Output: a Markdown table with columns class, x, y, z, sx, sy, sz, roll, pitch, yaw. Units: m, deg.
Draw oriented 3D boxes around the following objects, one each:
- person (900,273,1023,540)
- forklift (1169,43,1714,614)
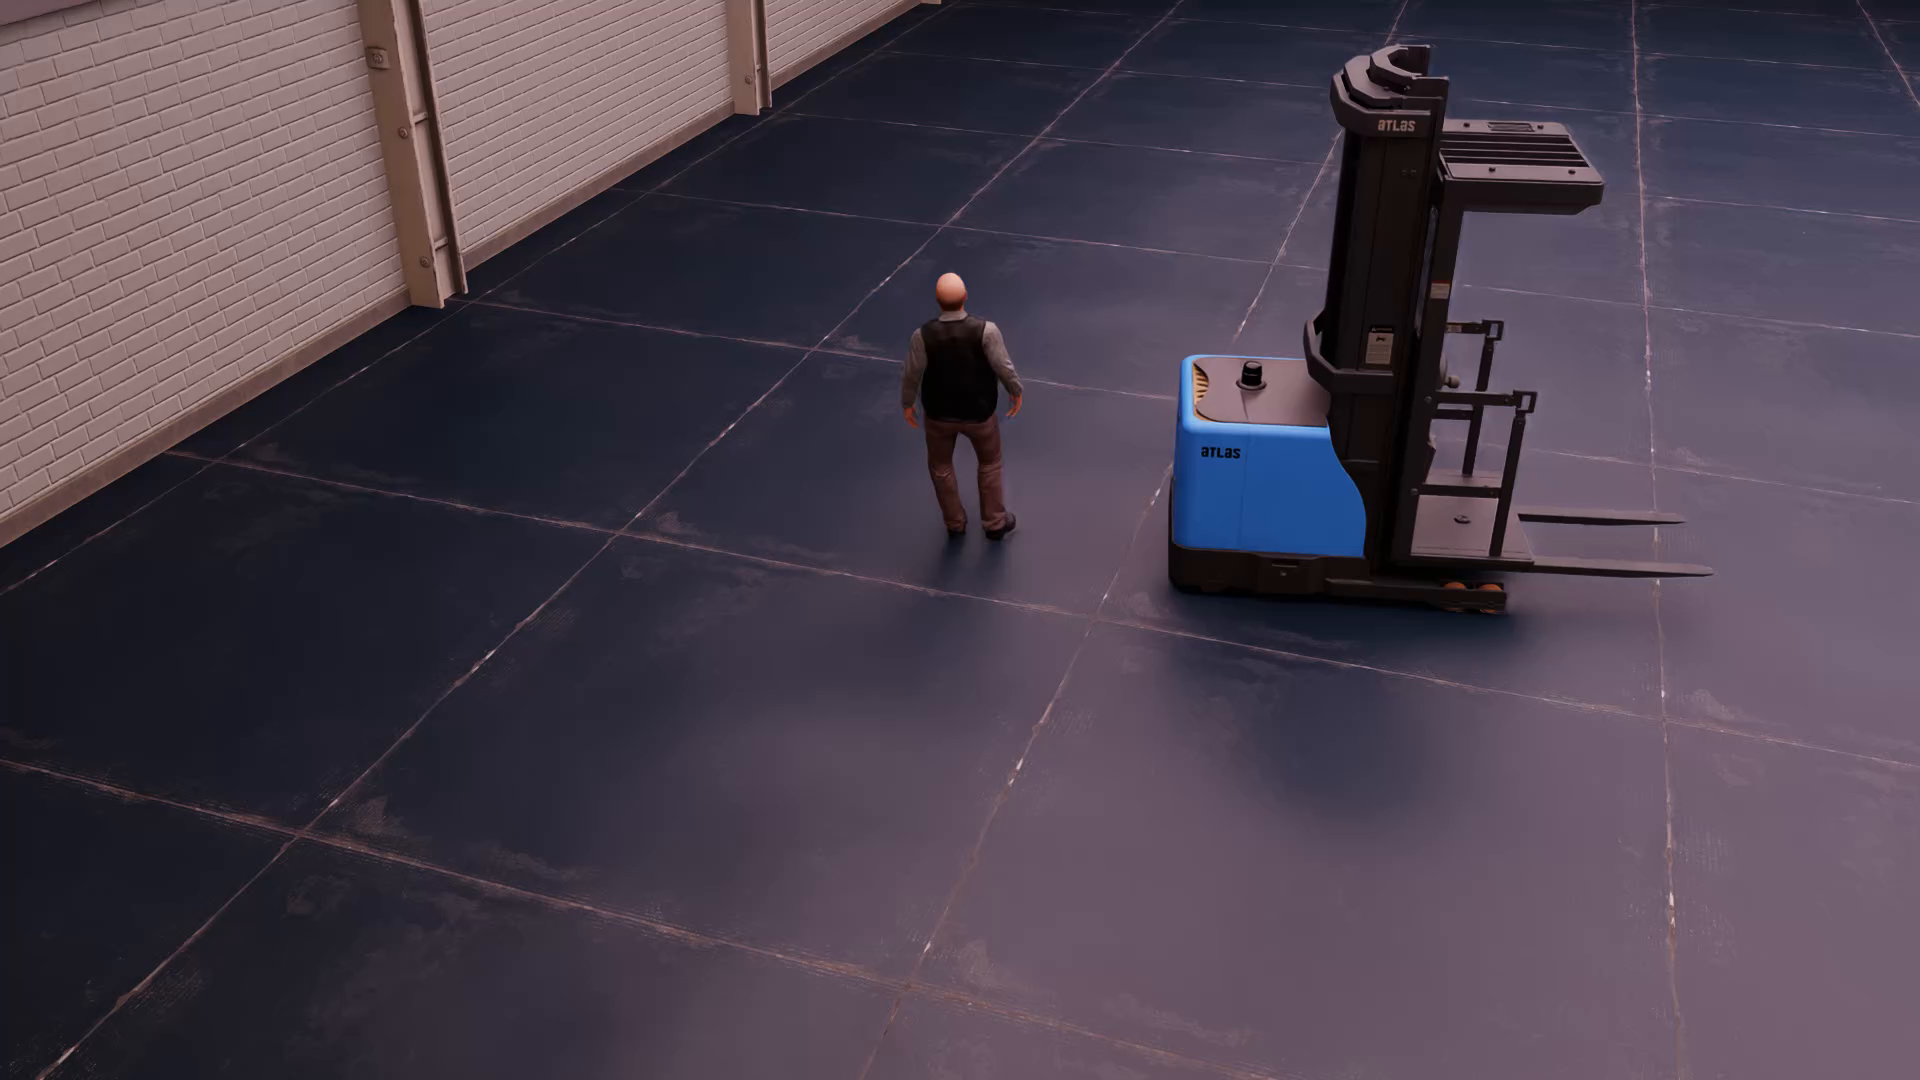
| class | x | y | z | sx | sy | sz | roll | pitch | yaw |
| --- | --- | --- | --- | --- | --- | --- | --- | --- | --- |
| person | 0.010 | -0.775 | 9.764 | 0.712 | 1.711 | 0.504 | 1 | 30 | 3 |
| forklift | 2.757 | -1.135 | 9.128 | 3.031 | 2.935 | 1.130 | 3 | 30 | 5 |
